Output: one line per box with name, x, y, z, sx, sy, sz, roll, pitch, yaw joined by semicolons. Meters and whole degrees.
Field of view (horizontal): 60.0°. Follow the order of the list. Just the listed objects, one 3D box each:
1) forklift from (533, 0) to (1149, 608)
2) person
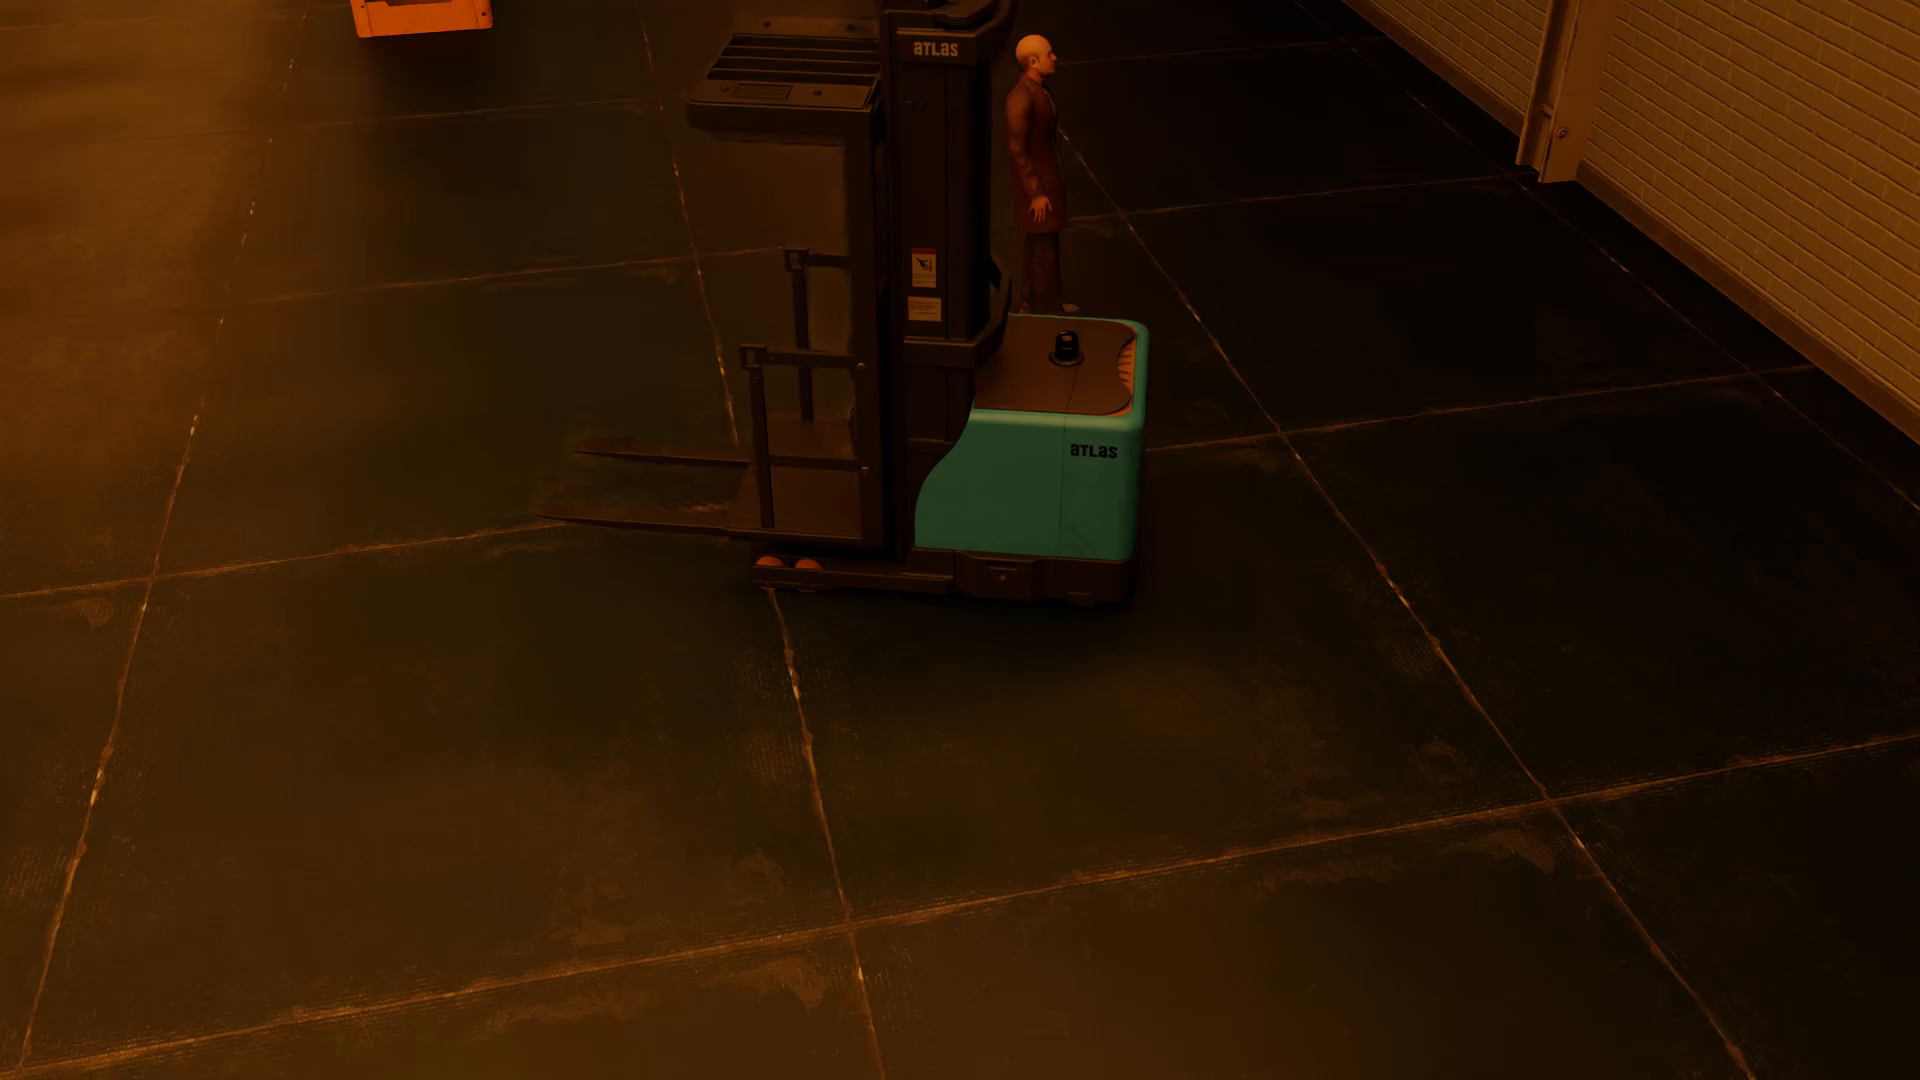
forklift;-0.606;-1.231;7.761;3.031;2.935;1.130;4;36;5
person;0.572;-2.092;9.999;0.583;1.701;0.699;6;36;9
